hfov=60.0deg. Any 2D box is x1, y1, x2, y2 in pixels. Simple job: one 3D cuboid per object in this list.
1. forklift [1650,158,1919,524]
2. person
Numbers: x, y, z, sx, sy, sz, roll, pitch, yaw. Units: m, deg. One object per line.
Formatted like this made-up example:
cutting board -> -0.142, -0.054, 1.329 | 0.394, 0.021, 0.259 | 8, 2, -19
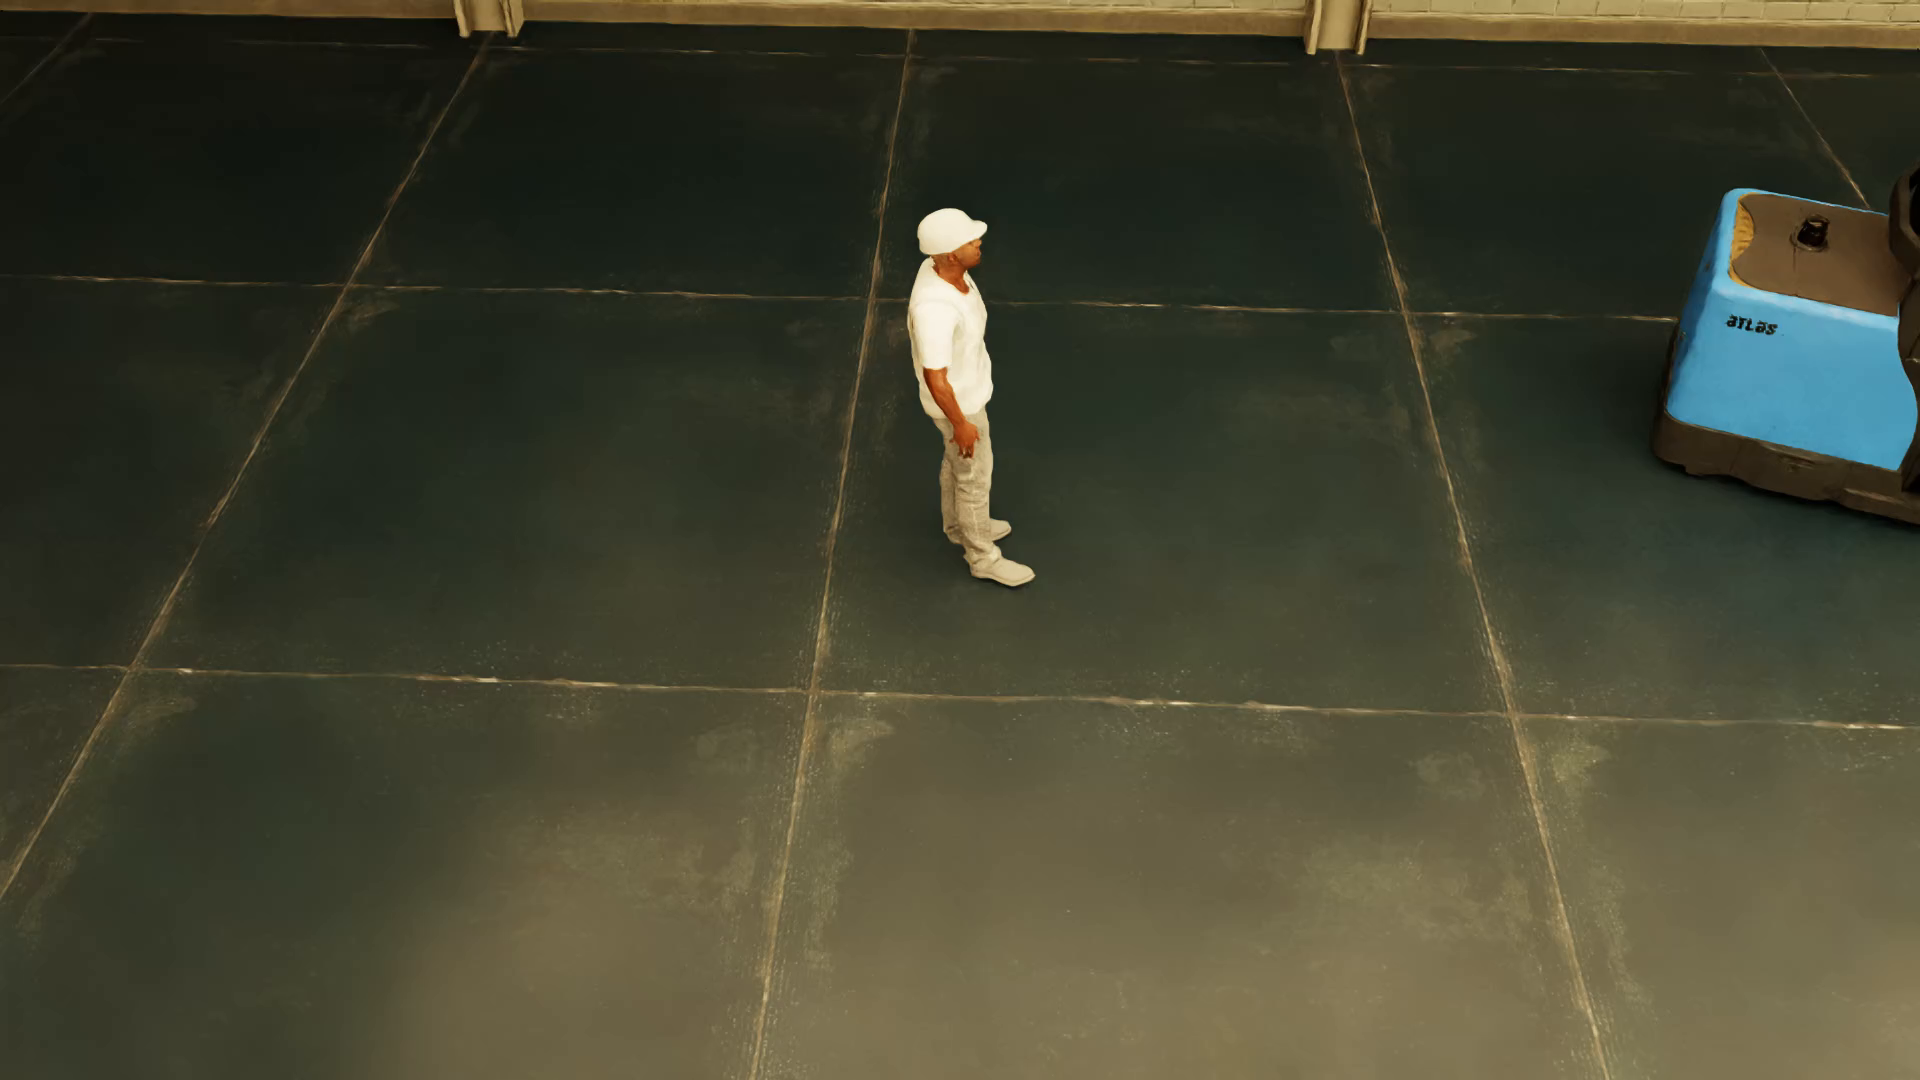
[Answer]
forklift -> 5.017, -1.376, 7.250 | 3.031, 2.935, 1.130 | 16, 45, 16
person -> 0.069, -0.652, 7.310 | 0.576, 1.766, 0.665 | 2, 42, 2
